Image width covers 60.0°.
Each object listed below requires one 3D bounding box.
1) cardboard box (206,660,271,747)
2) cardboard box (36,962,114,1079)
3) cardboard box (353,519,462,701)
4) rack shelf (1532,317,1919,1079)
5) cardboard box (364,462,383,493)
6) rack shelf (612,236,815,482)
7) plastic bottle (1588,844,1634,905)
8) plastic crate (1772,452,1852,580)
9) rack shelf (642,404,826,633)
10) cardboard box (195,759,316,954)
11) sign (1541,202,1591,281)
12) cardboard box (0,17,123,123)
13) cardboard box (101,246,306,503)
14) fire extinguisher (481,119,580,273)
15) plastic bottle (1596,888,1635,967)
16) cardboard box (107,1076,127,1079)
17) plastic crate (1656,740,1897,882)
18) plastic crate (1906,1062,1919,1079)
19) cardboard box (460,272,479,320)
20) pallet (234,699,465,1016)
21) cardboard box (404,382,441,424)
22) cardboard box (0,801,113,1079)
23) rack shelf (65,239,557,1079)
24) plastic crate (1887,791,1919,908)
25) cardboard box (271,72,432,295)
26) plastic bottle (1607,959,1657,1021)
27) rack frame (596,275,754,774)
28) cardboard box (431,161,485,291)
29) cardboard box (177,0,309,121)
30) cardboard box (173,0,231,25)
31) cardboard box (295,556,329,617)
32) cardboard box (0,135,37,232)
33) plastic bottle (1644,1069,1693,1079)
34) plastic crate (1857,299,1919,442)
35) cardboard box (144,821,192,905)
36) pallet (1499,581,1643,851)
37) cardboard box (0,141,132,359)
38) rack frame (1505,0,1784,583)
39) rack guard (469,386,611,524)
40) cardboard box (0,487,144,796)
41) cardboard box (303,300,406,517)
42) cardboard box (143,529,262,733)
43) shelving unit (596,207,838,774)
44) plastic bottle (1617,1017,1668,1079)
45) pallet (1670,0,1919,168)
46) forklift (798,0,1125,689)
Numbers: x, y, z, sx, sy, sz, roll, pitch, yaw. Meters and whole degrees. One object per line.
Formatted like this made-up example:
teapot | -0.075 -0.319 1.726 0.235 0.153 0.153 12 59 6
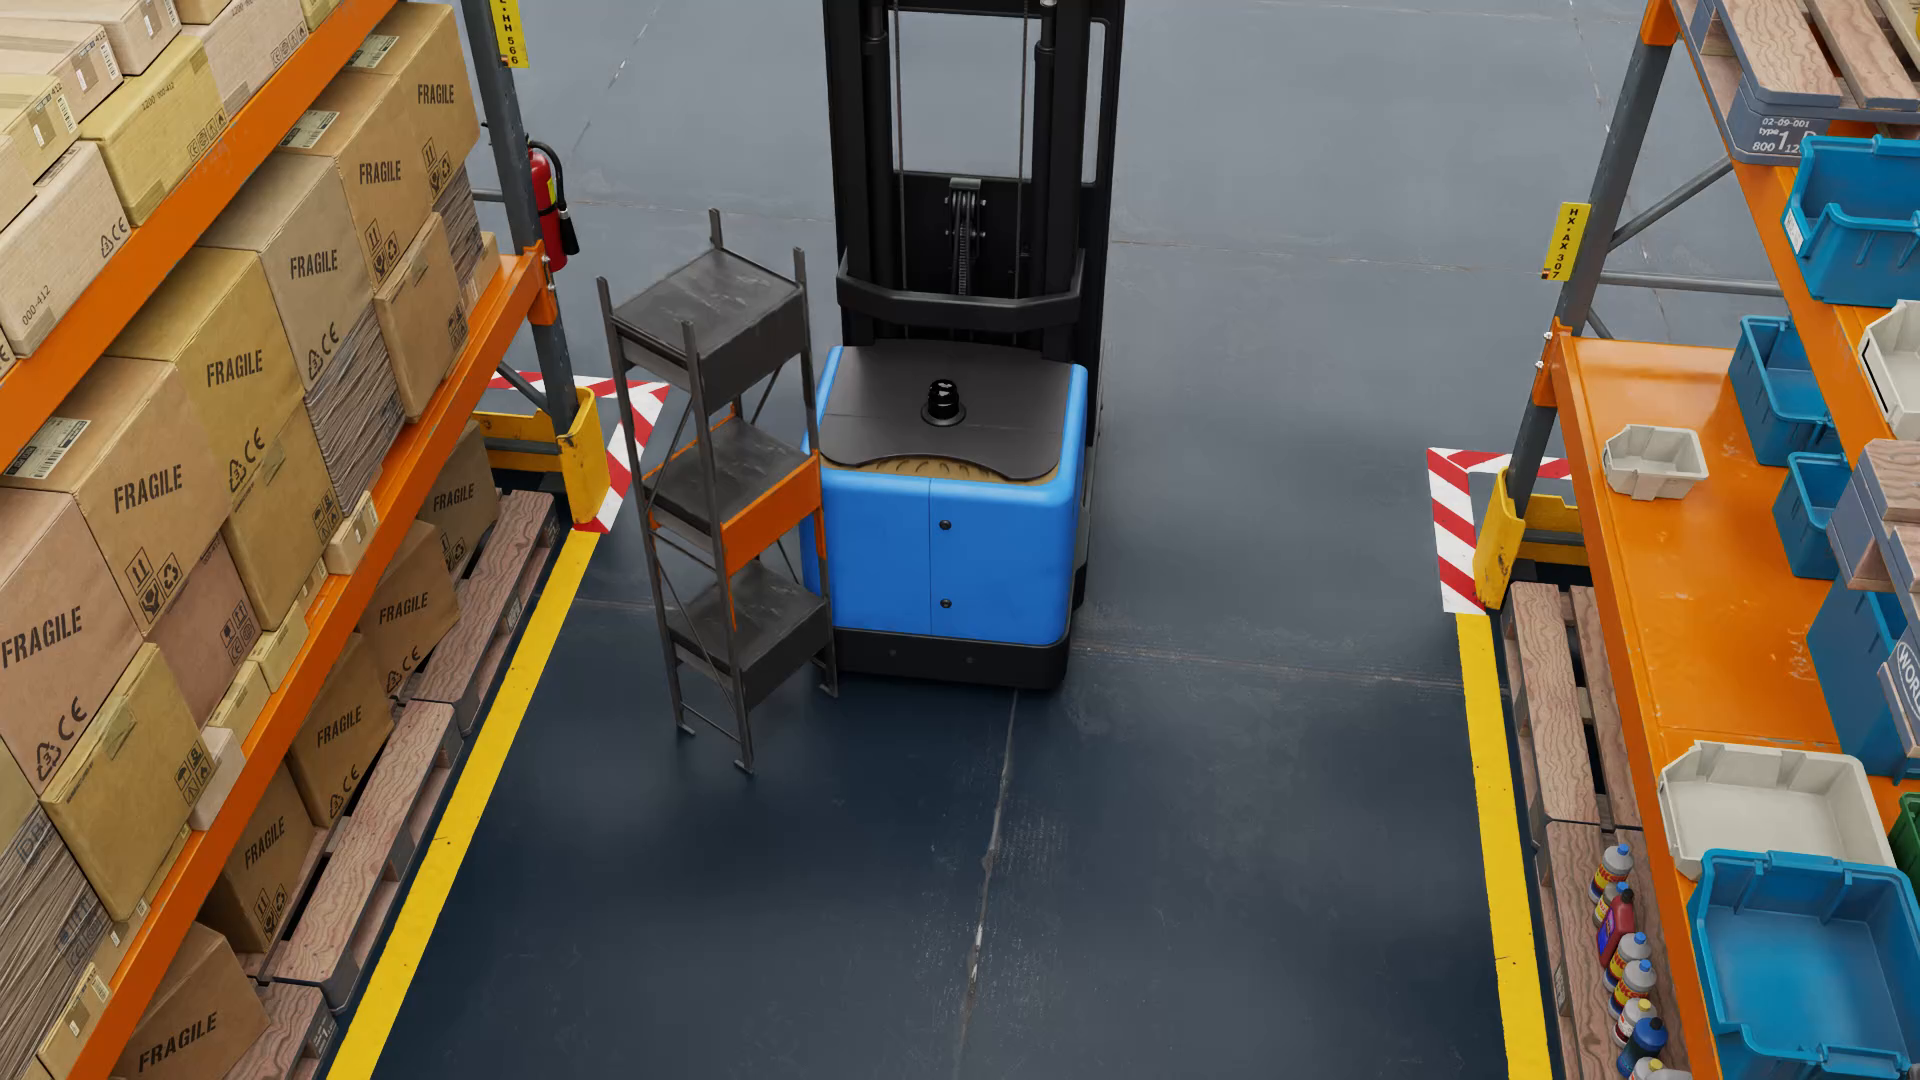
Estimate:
cardboard box | -2.231 0.468 4.779 0.380 0.149 0.250 5 44 6
cardboard box | -2.326 1.153 4.055 0.380 0.149 0.250 5 44 6
cardboard box | -2.314 0.214 6.377 0.500 0.500 0.500 16 46 16
rack shelf | 2.476 0.699 4.876 1.077 0.370 4.000 5 44 6
cardboard box | -2.151 -0.218 5.504 0.380 0.149 0.250 5 44 6
rack shelf | -0.797 -0.588 5.368 0.431 0.518 0.480 28 50 27
plastic bottle | 2.192 1.113 5.580 0.097 0.271 0.097 0 43 0
plastic crate | 2.879 -0.061 5.263 0.499 0.251 0.408 5 44 6
rack shelf | -0.797 -0.080 5.849 0.431 0.518 0.480 28 50 27
cardboard box | -2.533 1.015 5.531 0.500 0.500 0.500 2 43 2
sign | 2.195 -1.079 6.029 0.100 0.325 0.005 5 44 6
cardboard box | -2.214 -1.093 3.883 0.380 0.149 0.250 6 44 7
cardboard box | -2.200 -0.464 4.564 0.500 0.500 0.500 5 44 6
fire extinguisher | -1.697 -1.384 6.608 0.296 0.674 0.183 5 44 6
plastic bottle | 2.144 1.261 5.414 0.061 0.283 0.133 6 44 6
cardboard box | -2.606 1.837 4.664 0.500 0.500 0.500 4 44 4
plastic crate | 2.175 0.767 4.473 0.530 0.136 0.437 5 44 6
plastic crate | 2.407 1.478 3.575 0.767 0.338 0.504 5 44 6
cardboard box | -2.036 -0.901 6.225 0.380 0.149 0.250 5 44 6
pallet | -2.486 1.068 5.991 1.003 0.211 1.213 5 44 6
cardboard box | -2.066 -0.557 5.862 0.380 0.149 0.250 5 44 6
cardboard box | -2.577 0.905 3.846 0.875 0.500 0.500 5 44 6
rack shelf | -2.434 0.249 5.351 1.077 0.370 4.000 5 44 6
plastic crate | 2.671 0.978 4.212 0.450 0.188 0.662 5 44 6
cardboard box | -2.057 -1.145 5.283 0.500 0.500 0.500 5 44 6
plastic bottle | 2.133 1.415 5.261 0.097 0.271 0.097 0 43 0
rack frame | -0.948 0.042 5.700 0.400 2.100 0.015 28 50 27
cardboard box | -2.269 -1.148 6.014 0.875 0.500 0.500 5 44 6
cardboard box | -2.120 -1.370 4.465 0.500 0.250 0.500 6 44 6
cardboard box | -2.076 -1.452 4.261 0.380 0.149 0.250 3 44 3
cardboard box | -2.198 0.124 5.142 0.380 0.149 0.250 5 44 6
cardboard box | -2.214 -0.738 3.507 0.380 0.149 0.250 4 44 5
plastic bottle | 2.104 1.703 4.953 0.152 0.276 0.135 6 44 6
plastic crate | 2.023 -0.324 3.442 0.243 0.136 0.396 5 44 6
cardboard box | -2.296 0.809 4.419 0.380 0.149 0.250 5 44 6
pallet | 2.664 0.696 6.383 1.003 0.211 1.213 5 44 6
cardboard box | -2.244 -0.666 3.722 0.500 0.250 0.500 4 44 4
rack frame | 2.740 -0.926 6.068 1.000 3.000 0.127 5 44 6
rack guard | -2.179 -0.416 7.348 1.175 0.500 0.348 5 44 6
cardboard box | -2.322 0.218 3.844 0.500 0.500 0.500 5 44 6
cardboard box | -2.325 -0.459 5.286 0.875 0.500 0.500 5 44 6
cardboard box | -2.510 0.217 4.572 0.875 0.500 0.500 5 44 6
shelving unit | -0.797 -0.090 5.840 0.431 2.100 0.503 28 50 27
plastic bottle | 2.106 1.553 5.115 0.097 0.271 0.097 0 43 0
pallet | 2.534 -1.391 4.516 1.003 0.211 1.213 5 44 6
forklift | 0.080 -1.494 6.718 1.130 2.935 3.031 5 44 5
